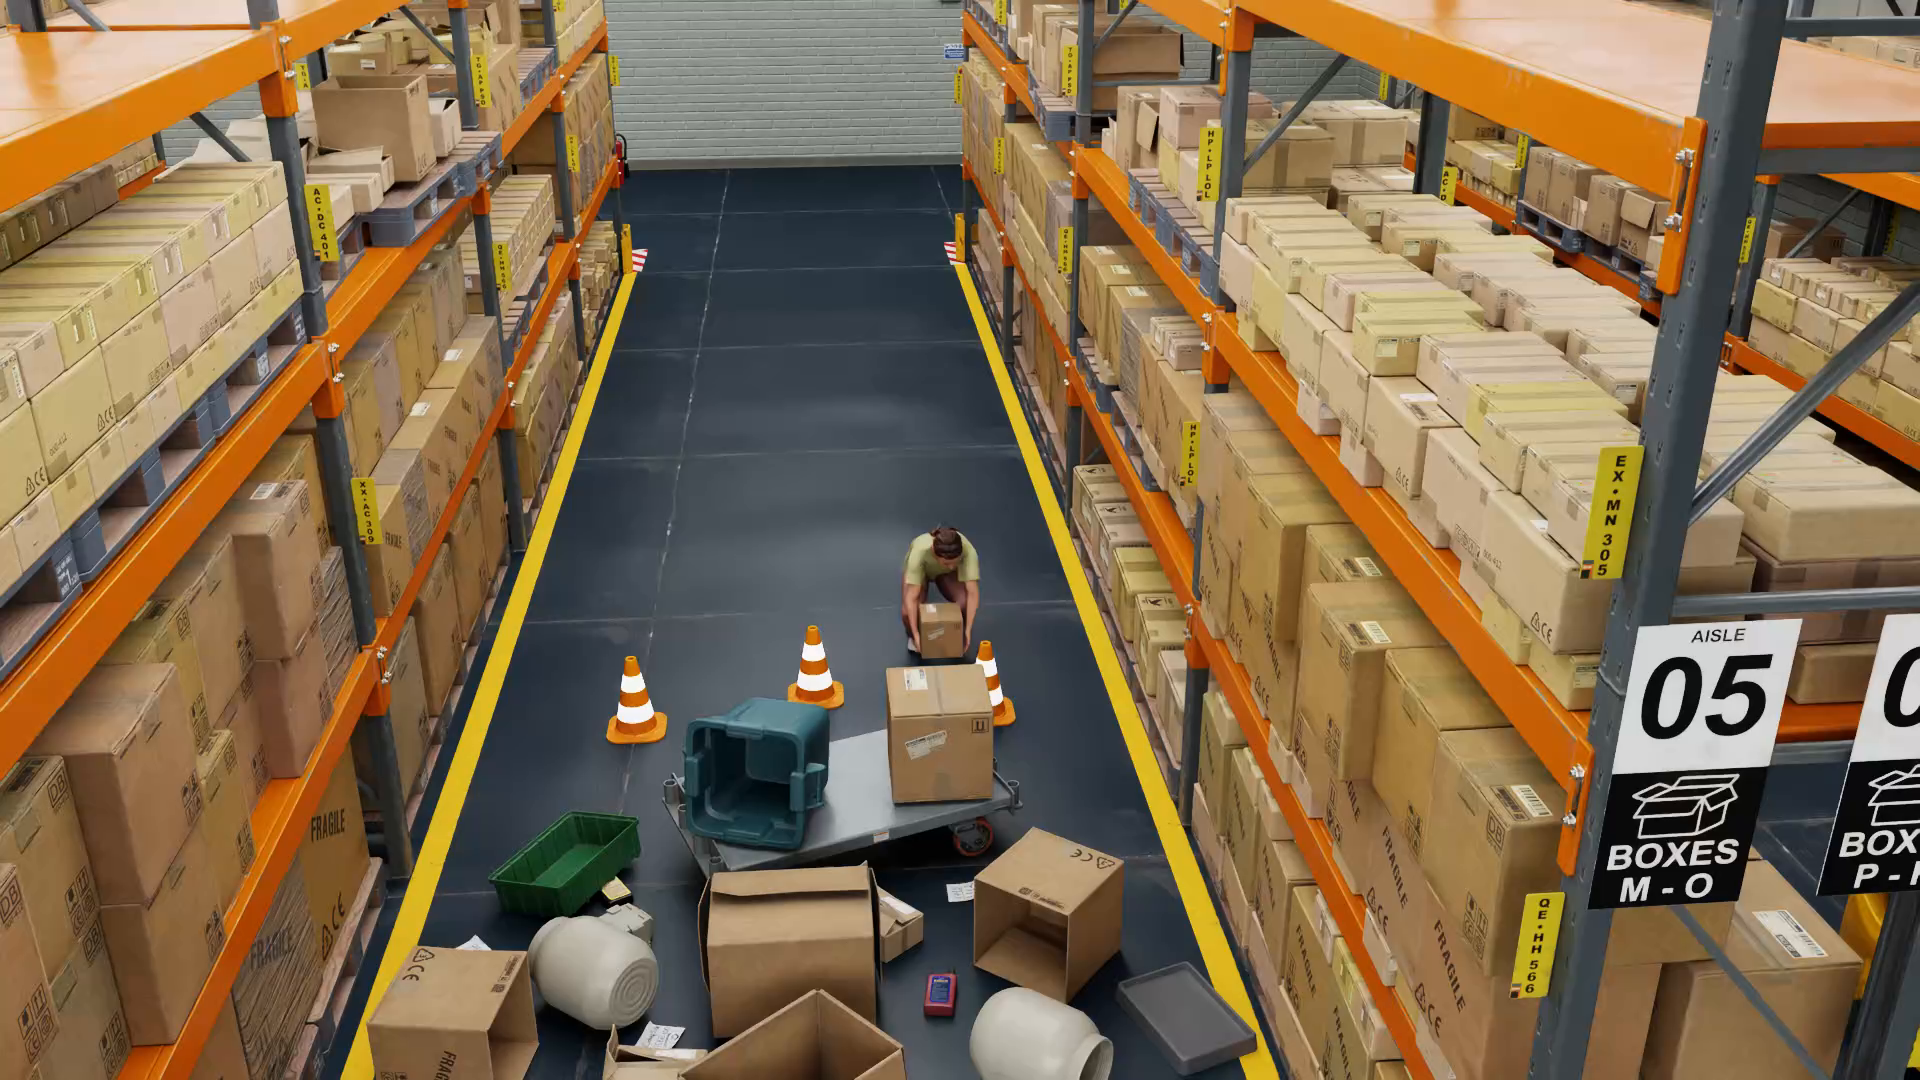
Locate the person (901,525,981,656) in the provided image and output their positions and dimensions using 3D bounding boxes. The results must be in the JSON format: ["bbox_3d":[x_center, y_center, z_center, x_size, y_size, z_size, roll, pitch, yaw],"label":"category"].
[{"bbox_3d":[-0.131,0.278,10.386,0.493,0.943,0.801,-2,24,-5],"label":"person"}]
